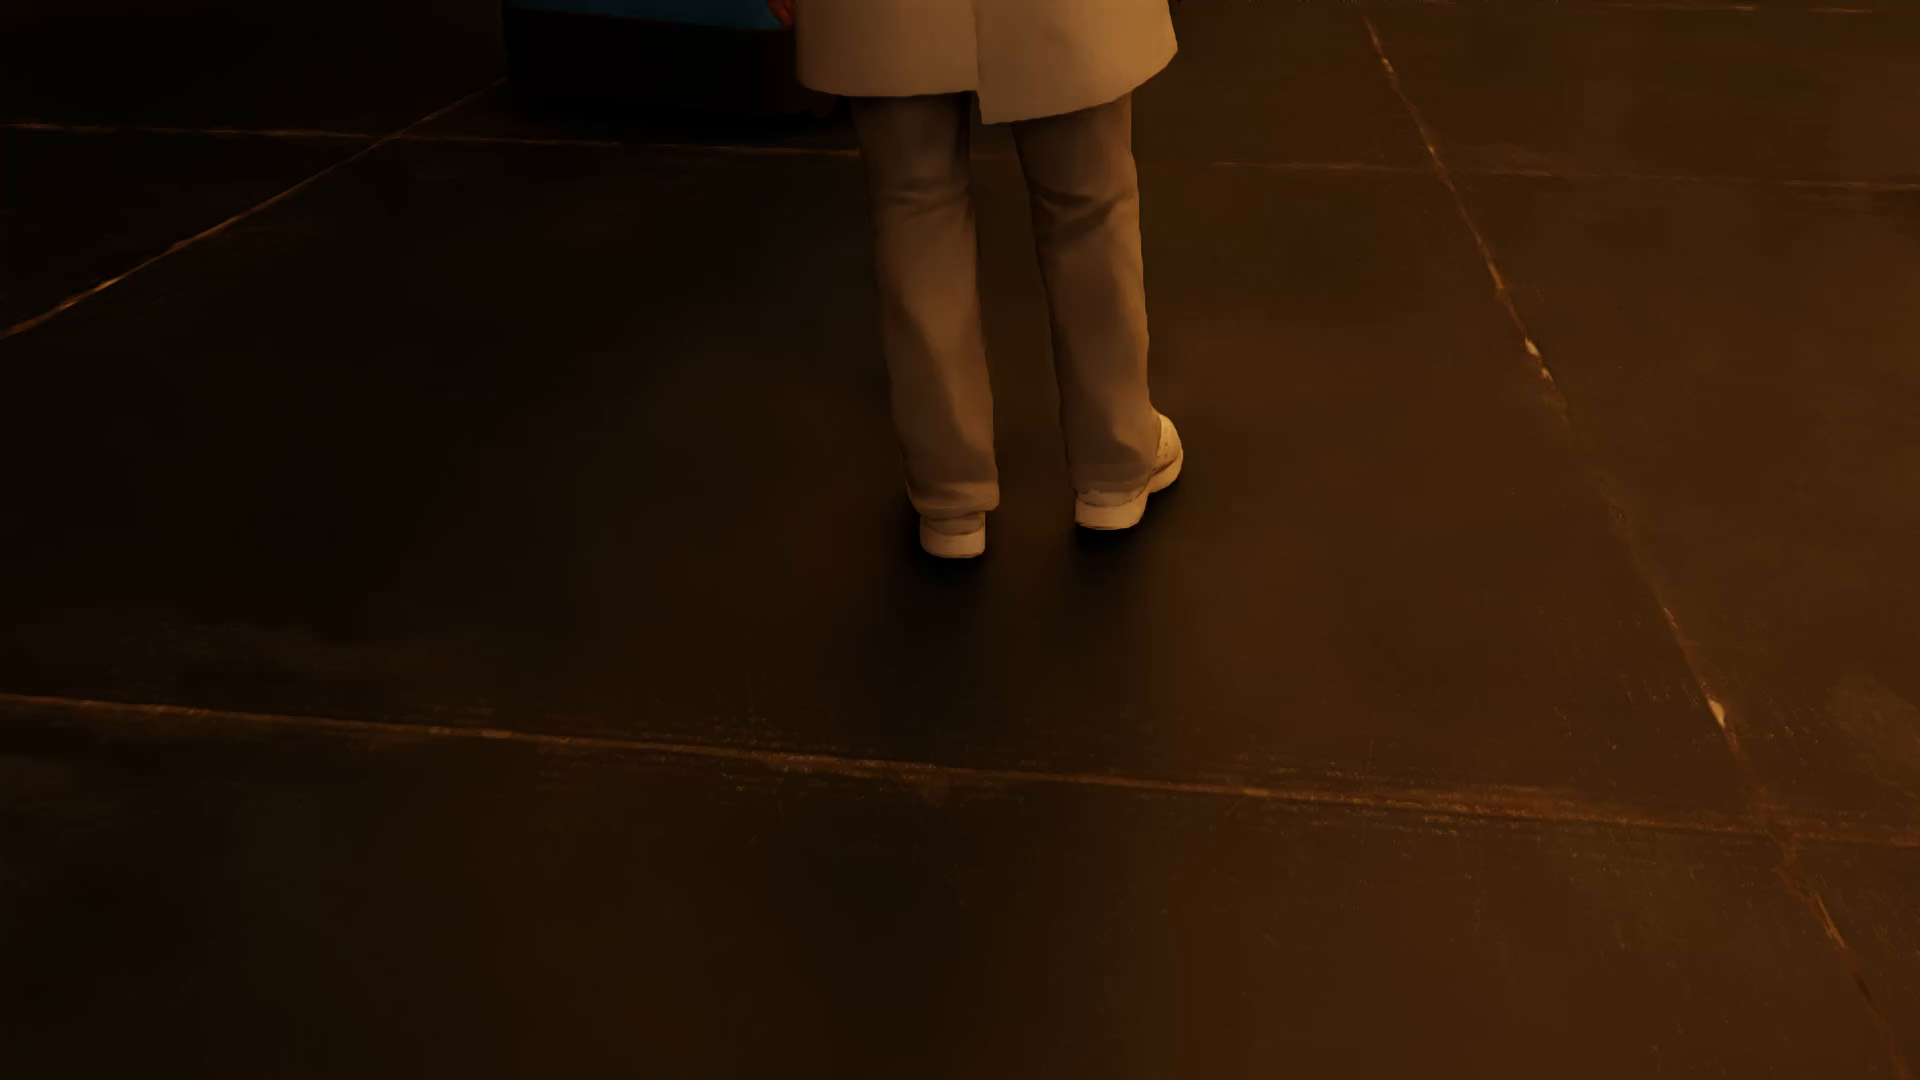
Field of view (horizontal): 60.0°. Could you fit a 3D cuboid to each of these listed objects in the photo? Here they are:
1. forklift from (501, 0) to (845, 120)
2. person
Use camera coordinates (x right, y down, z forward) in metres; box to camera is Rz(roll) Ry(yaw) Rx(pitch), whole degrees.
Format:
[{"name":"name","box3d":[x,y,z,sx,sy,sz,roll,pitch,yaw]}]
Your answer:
[{"name":"forklift","box3d":[-0.279,-3.154,5.540,1.130,2.935,3.031,13,29,24]},{"name":"person","box3d":[0.017,-0.841,2.180,0.694,1.776,0.579,3,27,7]}]
